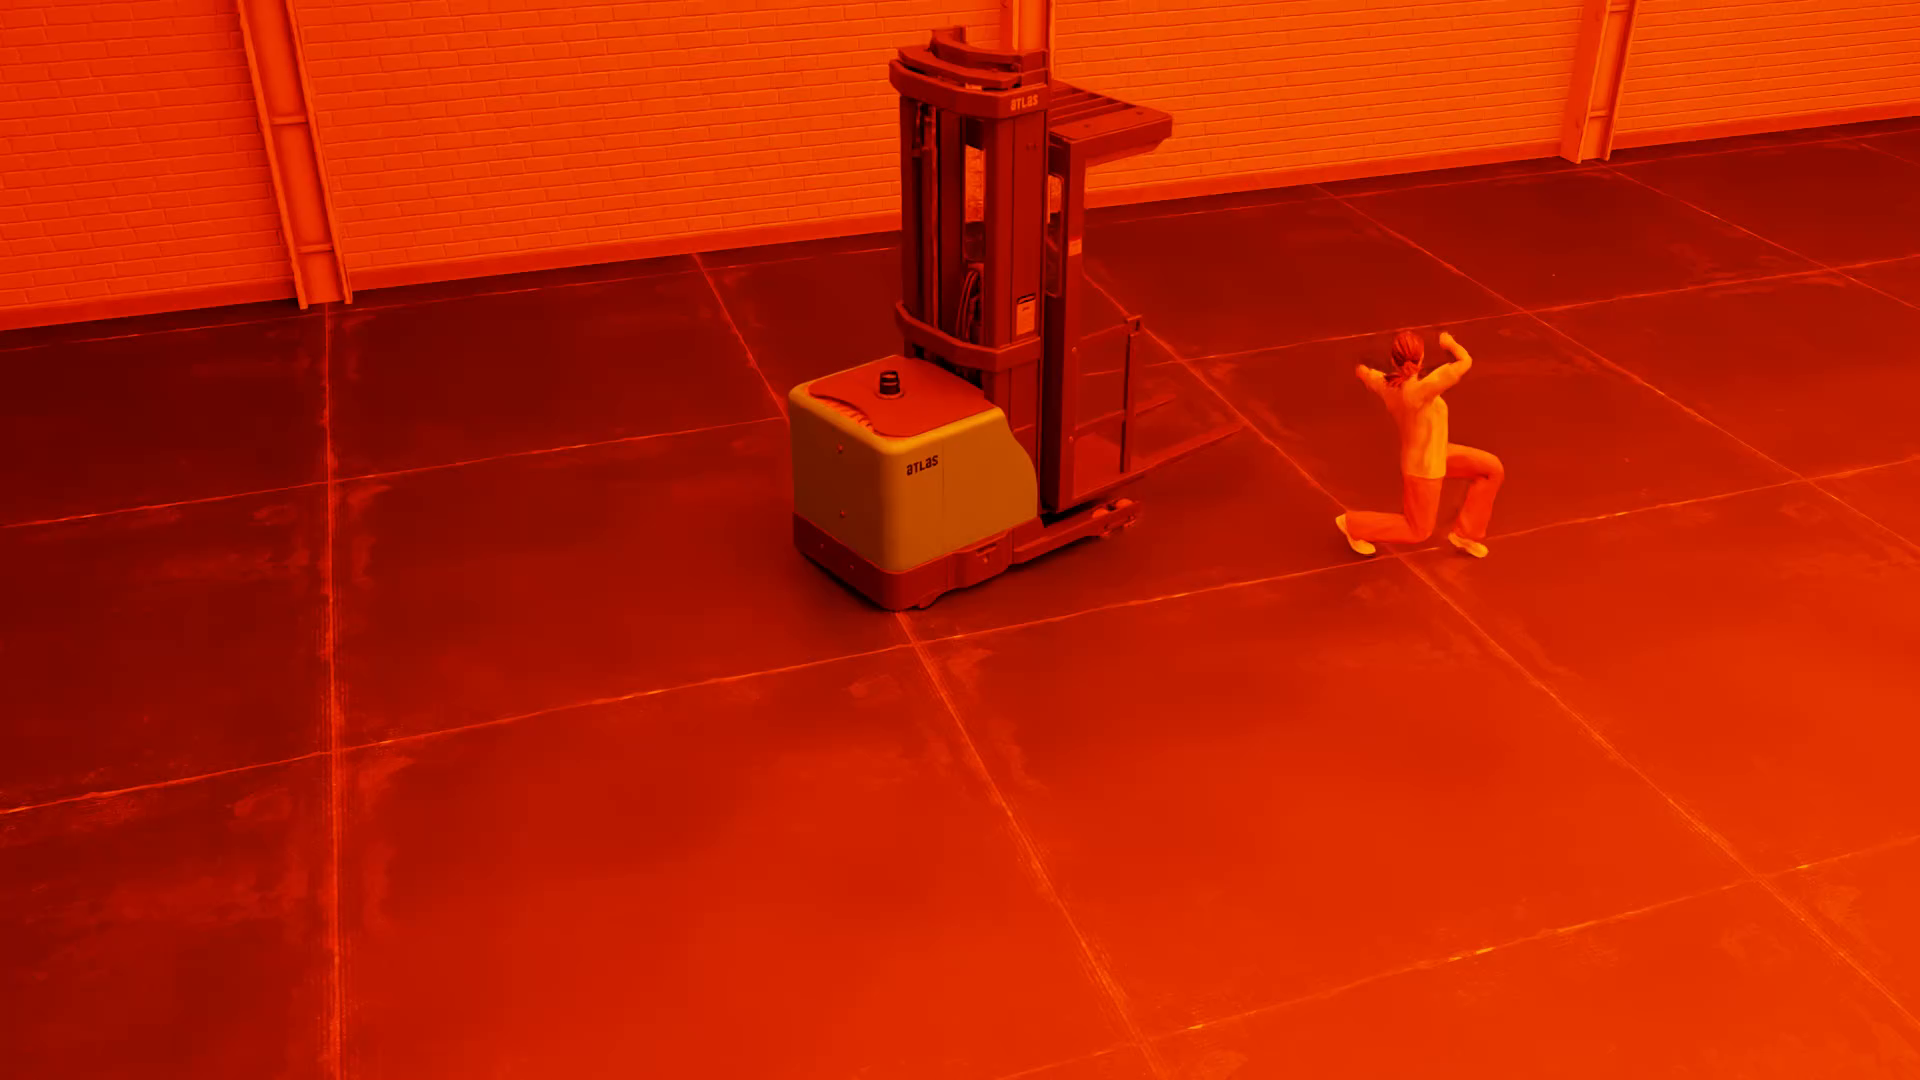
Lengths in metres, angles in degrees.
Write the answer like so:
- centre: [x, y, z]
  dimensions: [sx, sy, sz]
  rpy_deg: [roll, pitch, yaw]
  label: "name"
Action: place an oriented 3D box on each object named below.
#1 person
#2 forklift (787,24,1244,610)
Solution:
- centre: [2.715, -0.628, 9.737]
  dimensions: [0.909, 1.378, 0.912]
  rpy_deg: [4, 30, 6]
  label: "person"
- centre: [0.475, -1.475, 9.651]
  dimensions: [3.031, 2.935, 1.130]
  rpy_deg: [-22, 37, -33]
  label: "forklift"
